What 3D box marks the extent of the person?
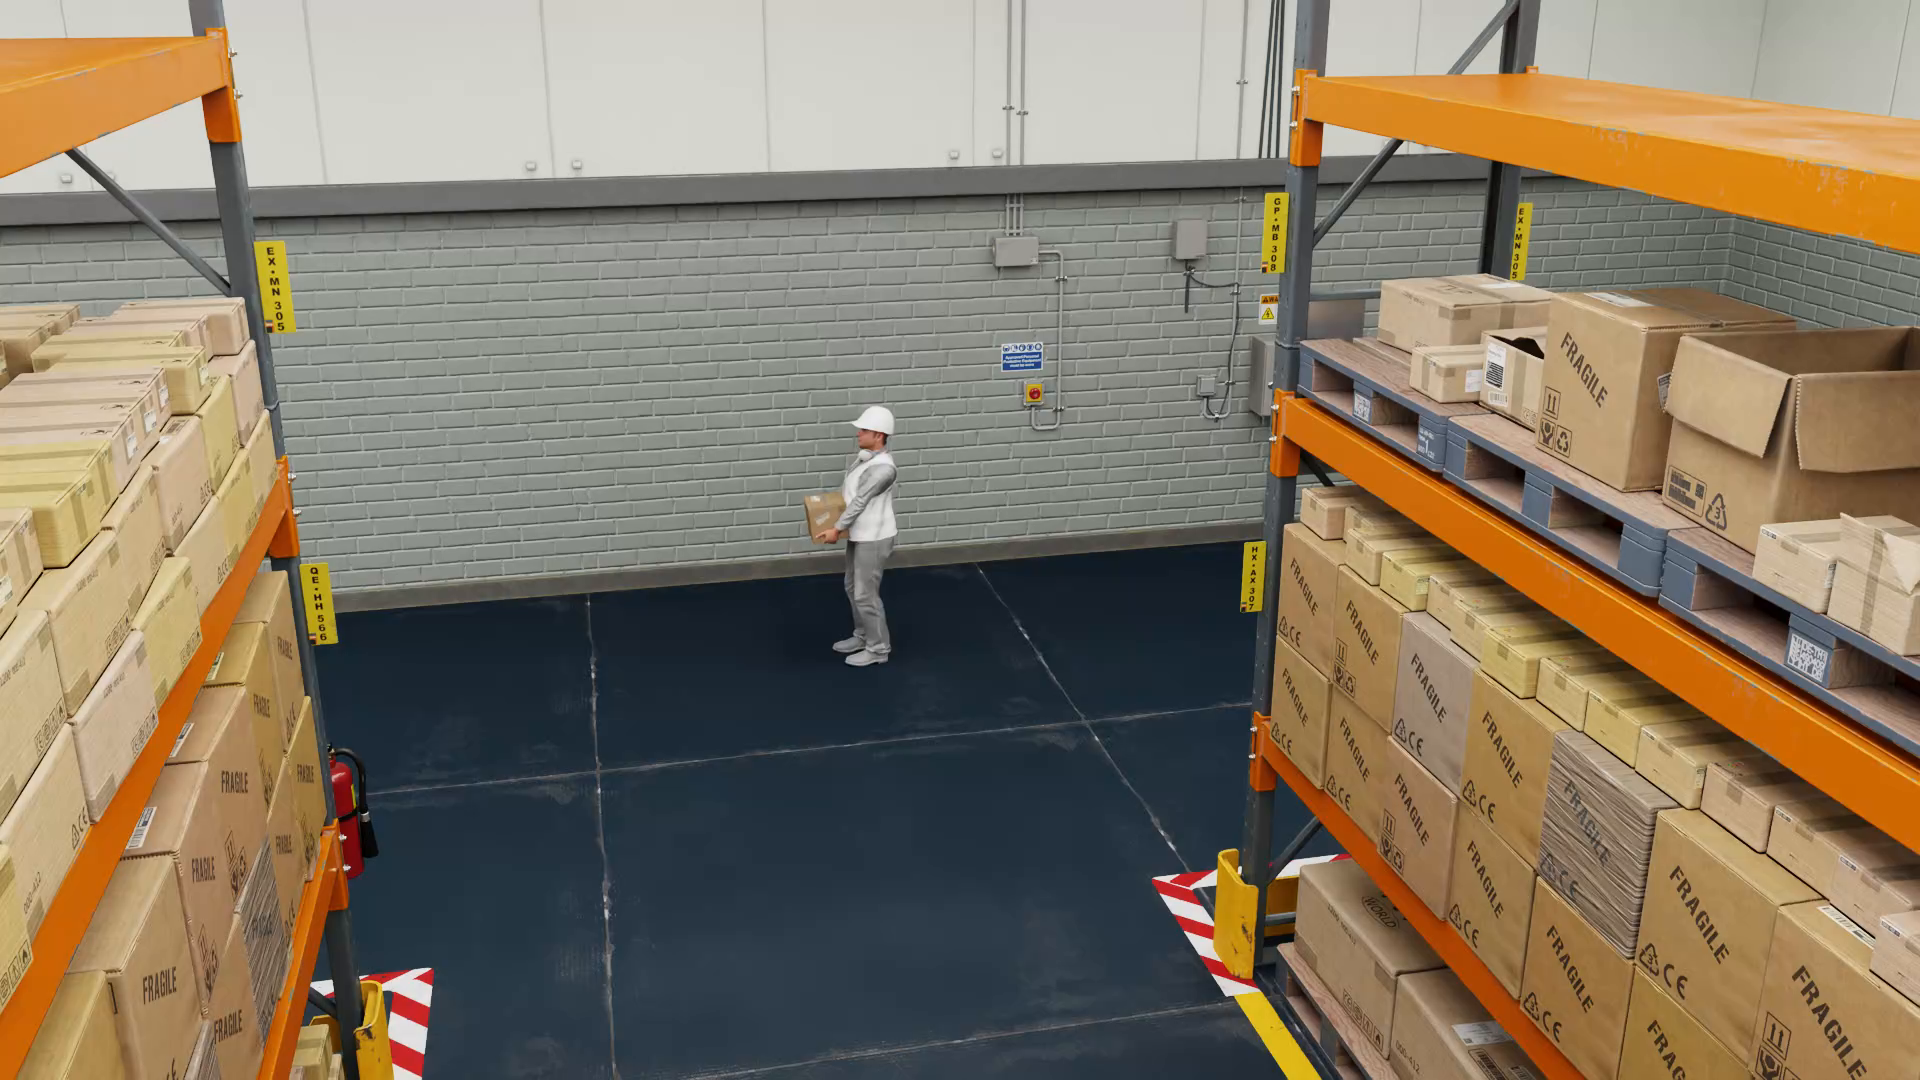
[{"bbox_3d":[-0.702,-0.028,11.121,0.557,1.763,0.494,-4,20,-11],"label":"person"}]
